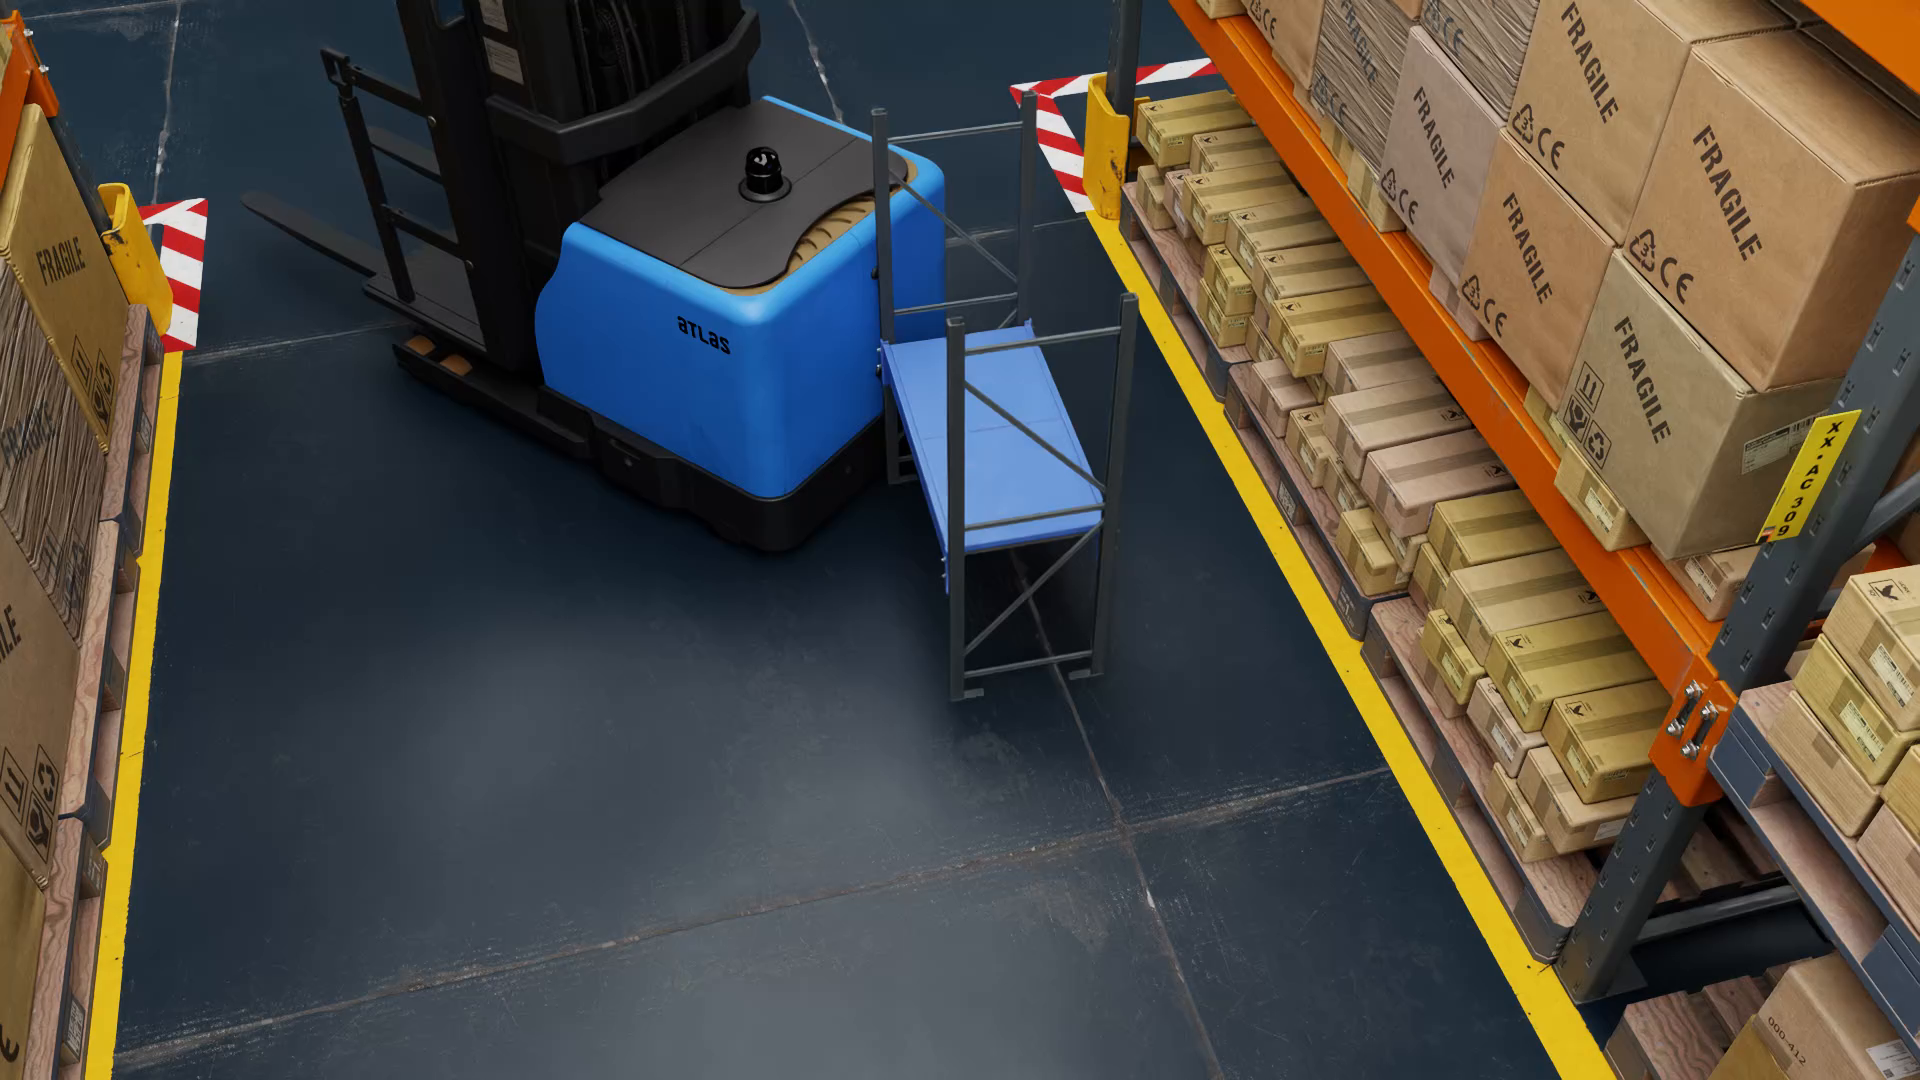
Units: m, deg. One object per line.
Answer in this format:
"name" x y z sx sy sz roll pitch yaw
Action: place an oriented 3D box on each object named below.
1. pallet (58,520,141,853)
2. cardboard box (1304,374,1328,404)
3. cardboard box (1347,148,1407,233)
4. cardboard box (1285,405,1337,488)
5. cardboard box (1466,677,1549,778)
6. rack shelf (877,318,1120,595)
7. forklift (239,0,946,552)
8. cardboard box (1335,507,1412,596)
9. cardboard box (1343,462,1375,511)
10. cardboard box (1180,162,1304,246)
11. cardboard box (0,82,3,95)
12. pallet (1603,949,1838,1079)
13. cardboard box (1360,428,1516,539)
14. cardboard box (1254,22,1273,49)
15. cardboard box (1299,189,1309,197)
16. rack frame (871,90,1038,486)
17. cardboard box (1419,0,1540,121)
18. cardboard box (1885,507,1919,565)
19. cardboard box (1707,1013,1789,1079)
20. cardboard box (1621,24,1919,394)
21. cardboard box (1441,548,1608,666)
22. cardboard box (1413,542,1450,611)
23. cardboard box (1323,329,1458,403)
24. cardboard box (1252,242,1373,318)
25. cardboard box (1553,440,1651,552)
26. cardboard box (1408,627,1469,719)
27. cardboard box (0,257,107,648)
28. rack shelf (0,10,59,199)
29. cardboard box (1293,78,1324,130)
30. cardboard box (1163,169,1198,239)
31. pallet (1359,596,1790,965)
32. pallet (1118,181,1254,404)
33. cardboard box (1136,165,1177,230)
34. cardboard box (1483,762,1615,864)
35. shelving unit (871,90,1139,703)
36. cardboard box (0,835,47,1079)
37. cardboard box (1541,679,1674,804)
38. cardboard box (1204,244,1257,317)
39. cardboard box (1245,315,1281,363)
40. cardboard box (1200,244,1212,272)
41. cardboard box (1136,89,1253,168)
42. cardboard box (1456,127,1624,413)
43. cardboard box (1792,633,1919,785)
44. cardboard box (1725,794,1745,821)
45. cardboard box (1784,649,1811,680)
"pallet" -3.122 0.512 5.100 1.003 0.211 1.213 -11 47 -10
"cardboard box" 1.389 -0.629 5.760 0.380 0.149 0.250 -9 46 -8
"cardboard box" 1.364 -1.050 4.855 0.380 0.149 0.250 -10 46 -10
"cardboard box" 1.343 -0.343 5.688 0.380 0.149 0.250 -11 47 -10
"cardboard box" 1.664 0.485 4.668 0.380 0.149 0.250 -13 47 -12
"rack shelf" 0.098 -0.290 5.236 0.538 0.185 1.000 -9 46 -9
"forklift" -1.530 -1.838 5.499 3.031 2.935 1.130 27 51 24
"cardboard box" 1.438 0.010 5.342 0.380 0.149 0.250 -11 47 -10
"cardboard box" 1.476 -0.249 5.387 0.380 0.149 0.250 -13 47 -12
"cardboard box" 1.042 -1.247 6.157 0.380 0.149 0.250 -11 47 -10
"cardboard box" -3.234 -1.389 5.187 0.380 0.149 0.250 -10 46 -10
"pallet" 2.334 1.596 4.038 1.003 0.211 1.213 -11 47 -10
"cardboard box" 1.467 -0.176 5.108 0.380 0.149 0.250 -13 47 -12
"cardboard box" 1.196 -1.790 5.580 0.380 0.149 0.250 -9 46 -8
"cardboard box" 1.535 -1.430 6.545 0.380 0.149 0.250 -12 47 -11
"rack frame" -0.016 -0.770 5.454 0.500 1.500 0.032 -9 46 -9
"cardboard box" 1.497 -1.394 4.037 0.500 0.500 0.500 -10 46 -9
"cardboard box" 2.377 -0.085 3.909 0.380 0.149 0.250 -9 46 -9
"cardboard box" 2.066 1.369 3.764 0.500 0.500 0.500 -9 46 -9
"cardboard box" 1.751 -0.682 3.340 0.500 0.500 0.500 -12 47 -12
"cardboard box" 1.616 0.187 4.752 0.380 0.149 0.250 -11 47 -11
"cardboard box" 1.609 0.112 5.033 0.380 0.149 0.250 -10 46 -10
"cardboard box" 1.428 -0.552 5.476 0.380 0.149 0.250 -11 47 -10
"cardboard box" 1.248 -0.898 5.815 0.380 0.149 0.250 -9 46 -9
"cardboard box" 1.663 -0.142 3.965 0.380 0.149 0.250 -12 47 -11
"cardboard box" 1.588 0.359 5.000 0.380 0.149 0.250 -12 47 -12
"cardboard box" -3.237 -0.190 5.030 0.875 0.875 0.875 -11 47 -10
"rack shelf" -3.199 -0.210 4.359 1.077 0.370 4.000 -11 47 -10
"cardboard box" 1.278 -1.423 5.220 0.380 0.149 0.250 -12 47 -11
"cardboard box" 1.011 -1.324 6.442 0.380 0.149 0.250 -11 47 -11
"pallet" 1.927 0.601 5.013 1.003 0.211 1.213 -11 47 -10
"pallet" 1.302 -1.083 6.664 1.003 0.211 1.213 -11 47 -10
"cardboard box" 0.934 -1.408 6.732 0.380 0.149 0.250 -10 46 -10
"cardboard box" 1.704 0.725 4.642 0.380 0.149 0.250 -10 46 -10
"shelving unit" 0.098 -0.416 5.108 0.538 1.500 1.048 -9 46 -9
"cardboard box" -2.779 1.046 3.818 0.875 0.875 0.875 -11 47 -10
"cardboard box" 1.791 0.527 4.419 0.380 0.149 0.250 -9 46 -9
"cardboard box" 1.120 -0.975 6.099 0.380 0.149 0.250 -9 46 -9
"cardboard box" 1.267 -0.717 6.055 0.380 0.149 0.250 -11 47 -10
"cardboard box" 1.150 -1.072 6.403 0.380 0.149 0.250 -10 46 -10
"cardboard box" 0.915 -1.613 6.516 0.380 0.149 0.250 -13 47 -12
"cardboard box" 1.605 -0.698 4.055 0.500 0.500 0.500 -12 47 -11
"cardboard box" 1.789 0.275 3.054 0.380 0.149 0.250 -10 46 -10
"cardboard box" 2.351 0.623 4.741 0.380 0.149 0.250 -13 47 -12
"cardboard box" 2.245 0.449 4.495 0.380 0.149 0.250 -9 46 -9
